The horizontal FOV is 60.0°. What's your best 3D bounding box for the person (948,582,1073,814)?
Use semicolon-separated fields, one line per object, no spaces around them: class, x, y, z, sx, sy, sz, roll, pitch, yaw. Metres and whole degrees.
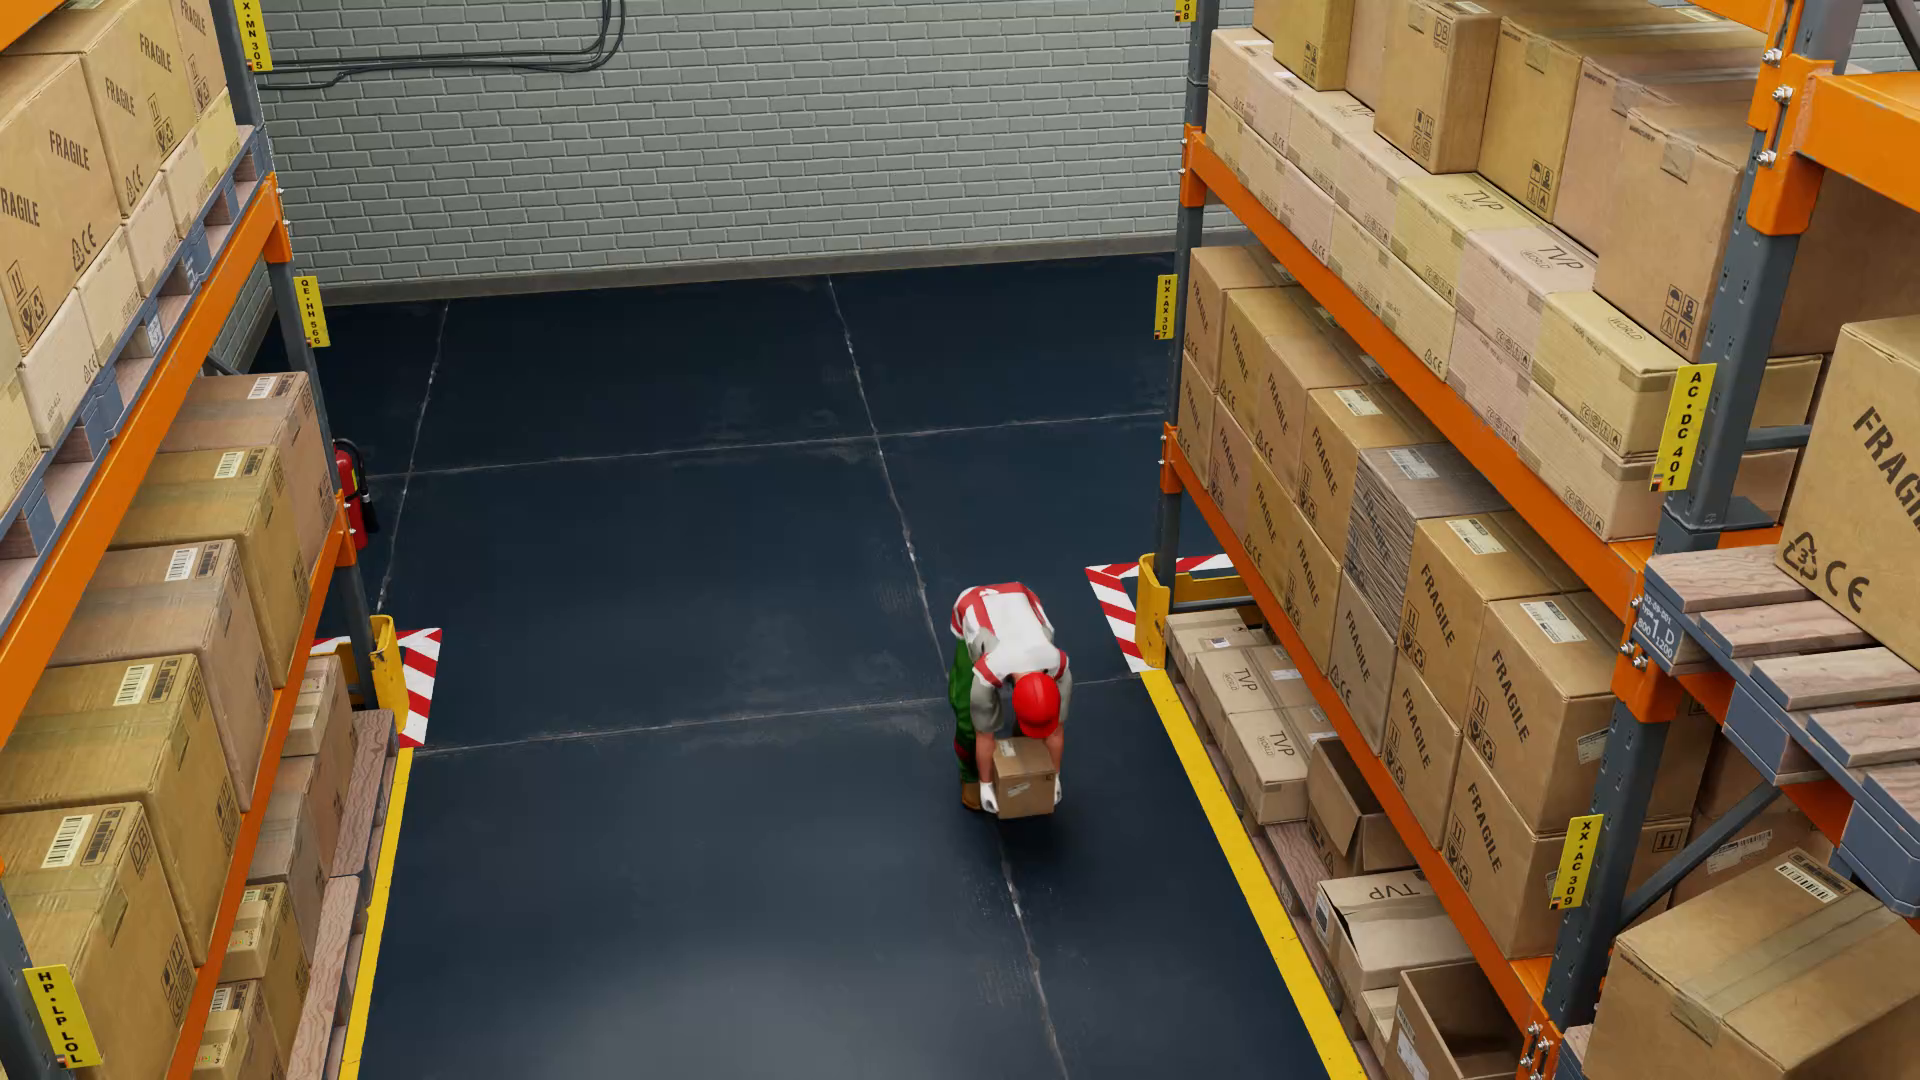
person;0.235;0.813;7.410;0.506;1.095;0.965;-6;31;-11
